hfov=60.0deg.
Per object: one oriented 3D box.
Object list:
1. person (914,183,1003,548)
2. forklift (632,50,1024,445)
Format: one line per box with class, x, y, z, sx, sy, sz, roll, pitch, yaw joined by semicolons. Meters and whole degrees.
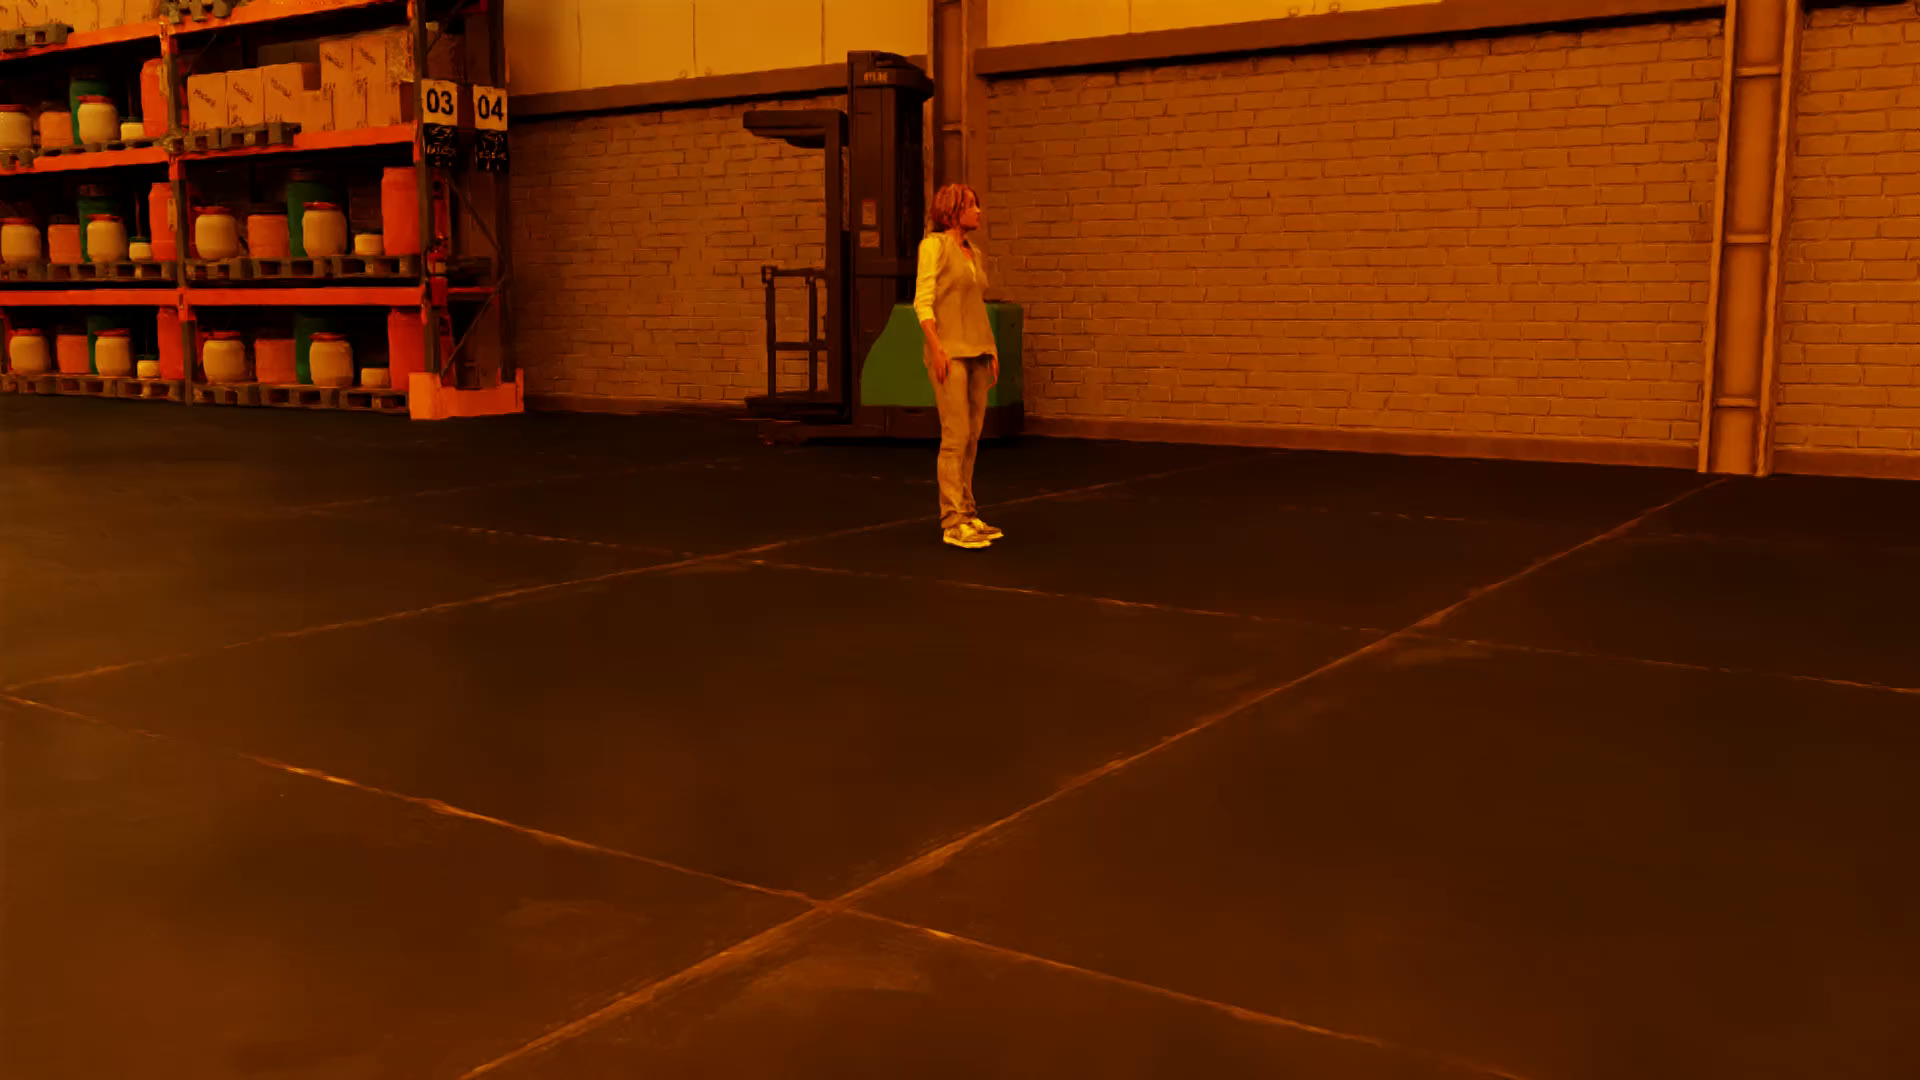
person;0.054;-0.790;7.438;0.474;1.597;0.521;5;10;34
forklift;-1.066;-2.249;13.010;3.031;2.935;1.130;2;8;14
